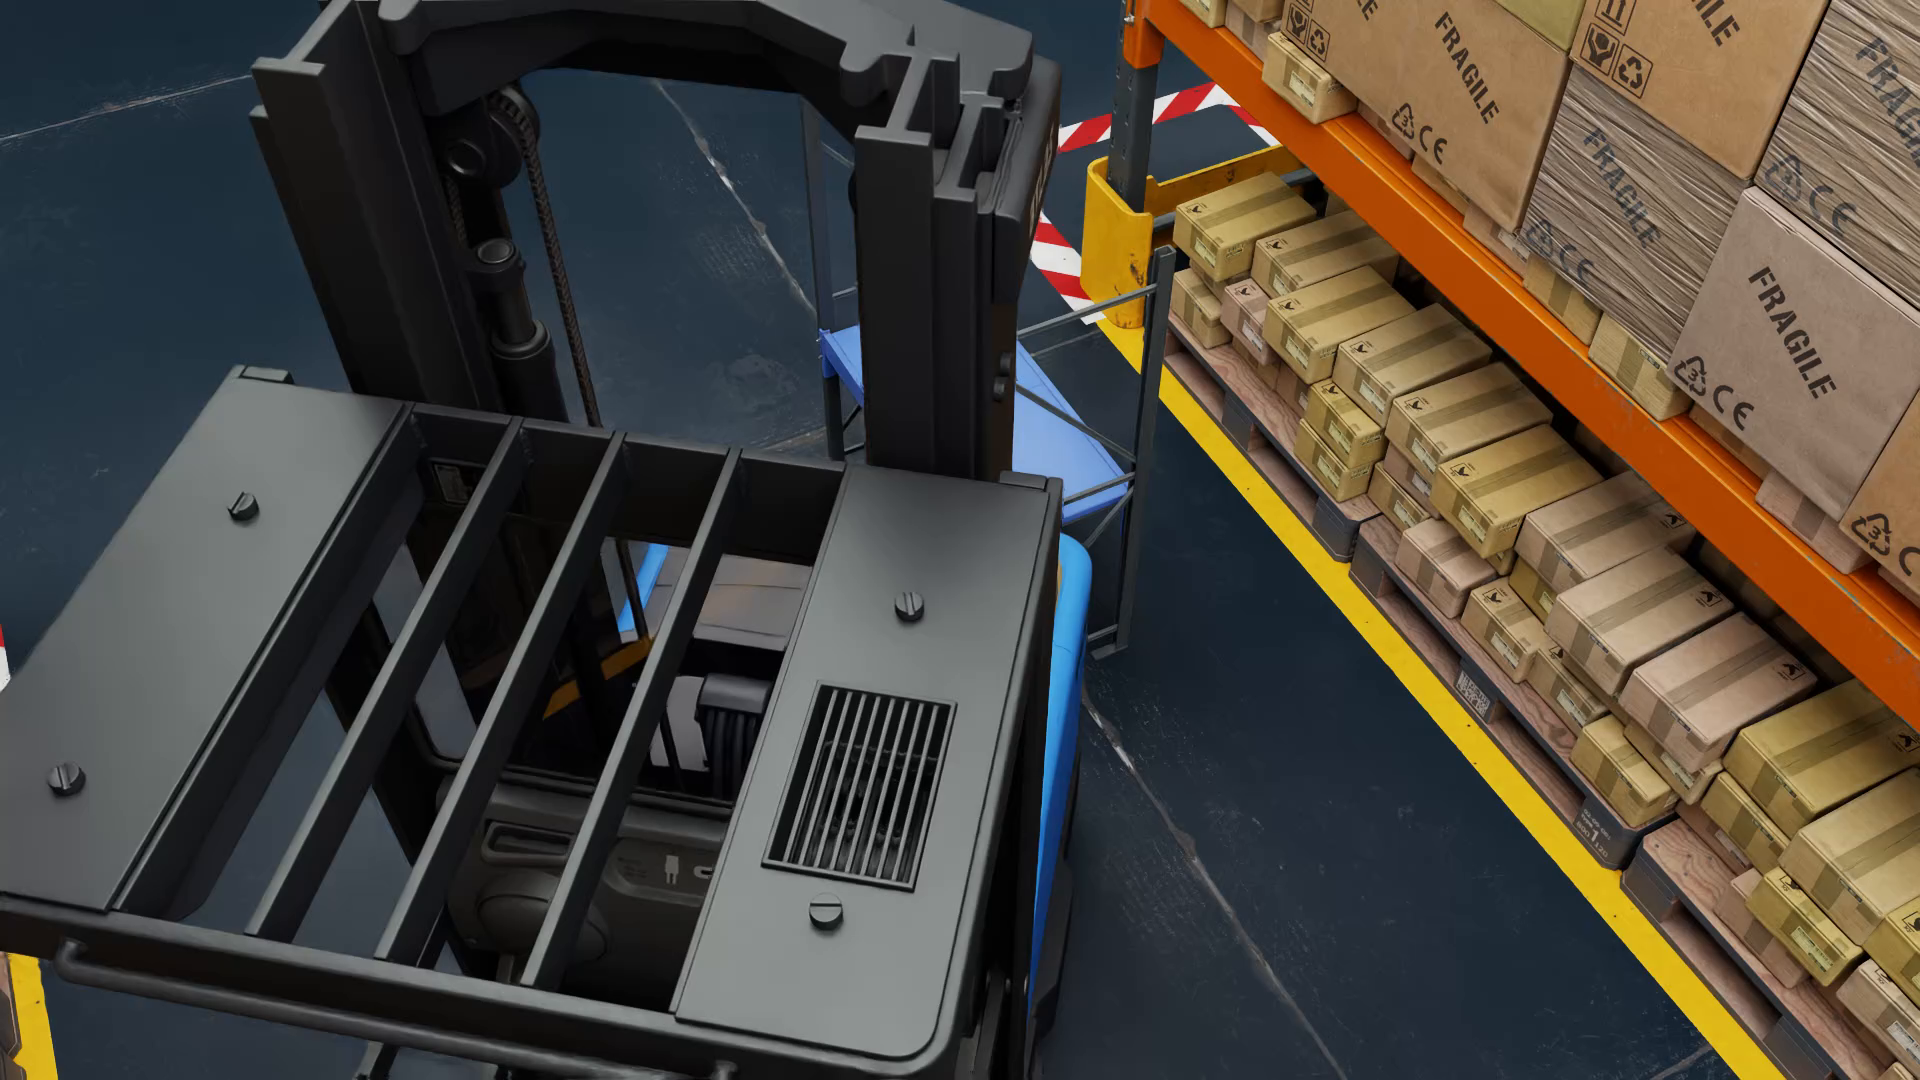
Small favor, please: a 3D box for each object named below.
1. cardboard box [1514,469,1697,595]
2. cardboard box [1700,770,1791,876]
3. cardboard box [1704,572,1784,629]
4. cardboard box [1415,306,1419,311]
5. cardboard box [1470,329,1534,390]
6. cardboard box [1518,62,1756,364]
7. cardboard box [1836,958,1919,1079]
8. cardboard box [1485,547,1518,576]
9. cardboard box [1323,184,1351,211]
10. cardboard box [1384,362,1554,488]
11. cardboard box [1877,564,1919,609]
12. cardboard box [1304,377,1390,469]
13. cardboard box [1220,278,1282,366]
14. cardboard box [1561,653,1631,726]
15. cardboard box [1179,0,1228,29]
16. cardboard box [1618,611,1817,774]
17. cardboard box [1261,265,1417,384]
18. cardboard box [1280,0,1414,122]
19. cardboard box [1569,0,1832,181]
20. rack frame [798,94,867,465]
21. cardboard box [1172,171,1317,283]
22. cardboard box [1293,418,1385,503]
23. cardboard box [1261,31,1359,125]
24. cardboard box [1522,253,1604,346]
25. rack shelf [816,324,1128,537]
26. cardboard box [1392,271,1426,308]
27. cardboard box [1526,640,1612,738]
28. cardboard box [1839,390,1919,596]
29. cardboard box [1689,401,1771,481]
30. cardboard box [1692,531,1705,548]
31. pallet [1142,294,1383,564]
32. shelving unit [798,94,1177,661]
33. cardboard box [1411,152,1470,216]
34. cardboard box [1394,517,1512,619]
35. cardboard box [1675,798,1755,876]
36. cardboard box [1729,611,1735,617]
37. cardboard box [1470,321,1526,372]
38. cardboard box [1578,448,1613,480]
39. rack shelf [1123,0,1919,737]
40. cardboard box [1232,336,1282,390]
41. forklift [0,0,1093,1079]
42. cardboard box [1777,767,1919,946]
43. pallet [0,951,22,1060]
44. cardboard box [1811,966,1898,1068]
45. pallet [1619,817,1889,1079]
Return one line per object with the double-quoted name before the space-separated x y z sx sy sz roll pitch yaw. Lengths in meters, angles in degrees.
"cardboard box" 1.736 -0.004 4.480 0.380 0.149 0.250 -21 52 -17
"cardboard box" 2.081 0.641 4.114 0.380 0.149 0.250 -21 52 -17
"cardboard box" 2.303 0.088 4.598 0.380 0.149 0.250 -22 52 -18
"cardboard box" 1.612 -0.867 5.631 0.380 0.149 0.250 -20 52 -16
"cardboard box" 1.744 -0.565 5.169 0.380 0.149 0.250 -22 52 -18
"cardboard box" 1.657 -0.800 3.693 0.500 0.500 0.500 -22 53 -18
"cardboard box" 2.247 1.016 3.786 0.380 0.149 0.250 -23 53 -19
"cardboard box" 1.643 -0.086 4.750 0.380 0.149 0.250 -19 51 -16
"cardboard box" 1.446 -1.214 5.538 0.380 0.149 0.250 -21 52 -17
"cardboard box" 1.456 -0.331 4.766 0.380 0.149 0.250 -19 52 -16
"cardboard box" 2.129 0.034 3.395 0.380 0.149 0.250 -23 53 -19
"cardboard box" 1.276 -0.398 5.023 0.380 0.149 0.250 -20 52 -16
"cardboard box" 1.065 -0.741 5.323 0.380 0.149 0.250 -21 52 -18
"cardboard box" 1.842 0.291 4.420 0.380 0.149 0.250 -23 53 -19
"cardboard box" 0.835 -1.673 4.887 0.380 0.149 0.250 -22 52 -18
"cardboard box" 1.886 0.377 4.148 0.380 0.149 0.250 -24 53 -19
"cardboard box" 1.150 -0.657 5.052 0.380 0.149 0.250 -21 52 -18
"cardboard box" 1.205 -1.471 4.280 0.500 0.500 0.500 -21 52 -17
"cardboard box" 1.638 -1.122 3.310 0.500 0.500 0.500 -23 53 -19
"rack frame" -0.194 -0.777 4.933 0.500 1.500 0.032 -21 52 -18
"cardboard box" 0.916 -1.013 5.363 0.380 0.149 0.250 -23 53 -19
"cardboard box" 1.265 -0.304 5.138 0.380 0.149 0.250 -21 52 -17
"cardboard box" 1.064 -1.318 4.577 0.380 0.149 0.250 -23 53 -19
"cardboard box" 1.594 -0.646 3.989 0.380 0.149 0.250 -19 52 -16
"rack shelf" 0.039 -0.318 4.771 0.538 0.185 1.000 -21 52 -18
"cardboard box" 1.545 -0.934 5.492 0.380 0.149 0.250 -22 52 -18
"cardboard box" 1.793 0.357 4.560 0.380 0.149 0.250 -20 52 -17
"cardboard box" 2.099 -0.113 3.092 0.500 0.500 0.500 -23 53 -19
"cardboard box" 1.870 -0.311 3.696 0.380 0.149 0.250 -22 52 -18
"cardboard box" 2.143 -0.160 4.617 0.380 0.149 0.250 -21 52 -17
"pallet" 1.353 -0.560 5.600 1.003 0.211 1.213 -21 52 -18
"shelving unit" 0.039 -0.437 4.636 0.538 1.500 1.048 -21 52 -18
"cardboard box" 1.406 -1.002 4.300 0.380 0.149 0.250 -22 52 -18
"cardboard box" 1.503 0.030 4.846 0.380 0.149 0.250 -24 53 -19
"cardboard box" 2.091 0.672 4.285 0.380 0.149 0.250 -22 52 -18
"cardboard box" 2.298 0.184 4.712 0.380 0.149 0.250 -22 53 -18
"cardboard box" 1.803 -0.701 5.090 0.380 0.149 0.250 -23 53 -19
"cardboard box" 2.062 -0.260 4.902 0.380 0.149 0.250 -19 51 -16
"rack shelf" 1.893 -0.510 4.181 1.077 0.370 4.000 -21 52 -18
"cardboard box" 1.126 -0.677 5.464 0.380 0.149 0.250 -21 52 -18
"forklift" -0.463 0.751 2.646 1.130 2.935 3.031 8 49 7
"cardboard box" 2.142 0.727 3.842 0.380 0.149 0.250 -22 52 -18
"pallet" -3.043 0.982 4.251 1.003 0.211 1.213 -21 52 -18
"cardboard box" 2.281 1.045 3.959 0.380 0.149 0.250 -20 52 -17
"pallet" 2.470 1.073 4.171 1.003 0.211 1.213 -21 52 -18
